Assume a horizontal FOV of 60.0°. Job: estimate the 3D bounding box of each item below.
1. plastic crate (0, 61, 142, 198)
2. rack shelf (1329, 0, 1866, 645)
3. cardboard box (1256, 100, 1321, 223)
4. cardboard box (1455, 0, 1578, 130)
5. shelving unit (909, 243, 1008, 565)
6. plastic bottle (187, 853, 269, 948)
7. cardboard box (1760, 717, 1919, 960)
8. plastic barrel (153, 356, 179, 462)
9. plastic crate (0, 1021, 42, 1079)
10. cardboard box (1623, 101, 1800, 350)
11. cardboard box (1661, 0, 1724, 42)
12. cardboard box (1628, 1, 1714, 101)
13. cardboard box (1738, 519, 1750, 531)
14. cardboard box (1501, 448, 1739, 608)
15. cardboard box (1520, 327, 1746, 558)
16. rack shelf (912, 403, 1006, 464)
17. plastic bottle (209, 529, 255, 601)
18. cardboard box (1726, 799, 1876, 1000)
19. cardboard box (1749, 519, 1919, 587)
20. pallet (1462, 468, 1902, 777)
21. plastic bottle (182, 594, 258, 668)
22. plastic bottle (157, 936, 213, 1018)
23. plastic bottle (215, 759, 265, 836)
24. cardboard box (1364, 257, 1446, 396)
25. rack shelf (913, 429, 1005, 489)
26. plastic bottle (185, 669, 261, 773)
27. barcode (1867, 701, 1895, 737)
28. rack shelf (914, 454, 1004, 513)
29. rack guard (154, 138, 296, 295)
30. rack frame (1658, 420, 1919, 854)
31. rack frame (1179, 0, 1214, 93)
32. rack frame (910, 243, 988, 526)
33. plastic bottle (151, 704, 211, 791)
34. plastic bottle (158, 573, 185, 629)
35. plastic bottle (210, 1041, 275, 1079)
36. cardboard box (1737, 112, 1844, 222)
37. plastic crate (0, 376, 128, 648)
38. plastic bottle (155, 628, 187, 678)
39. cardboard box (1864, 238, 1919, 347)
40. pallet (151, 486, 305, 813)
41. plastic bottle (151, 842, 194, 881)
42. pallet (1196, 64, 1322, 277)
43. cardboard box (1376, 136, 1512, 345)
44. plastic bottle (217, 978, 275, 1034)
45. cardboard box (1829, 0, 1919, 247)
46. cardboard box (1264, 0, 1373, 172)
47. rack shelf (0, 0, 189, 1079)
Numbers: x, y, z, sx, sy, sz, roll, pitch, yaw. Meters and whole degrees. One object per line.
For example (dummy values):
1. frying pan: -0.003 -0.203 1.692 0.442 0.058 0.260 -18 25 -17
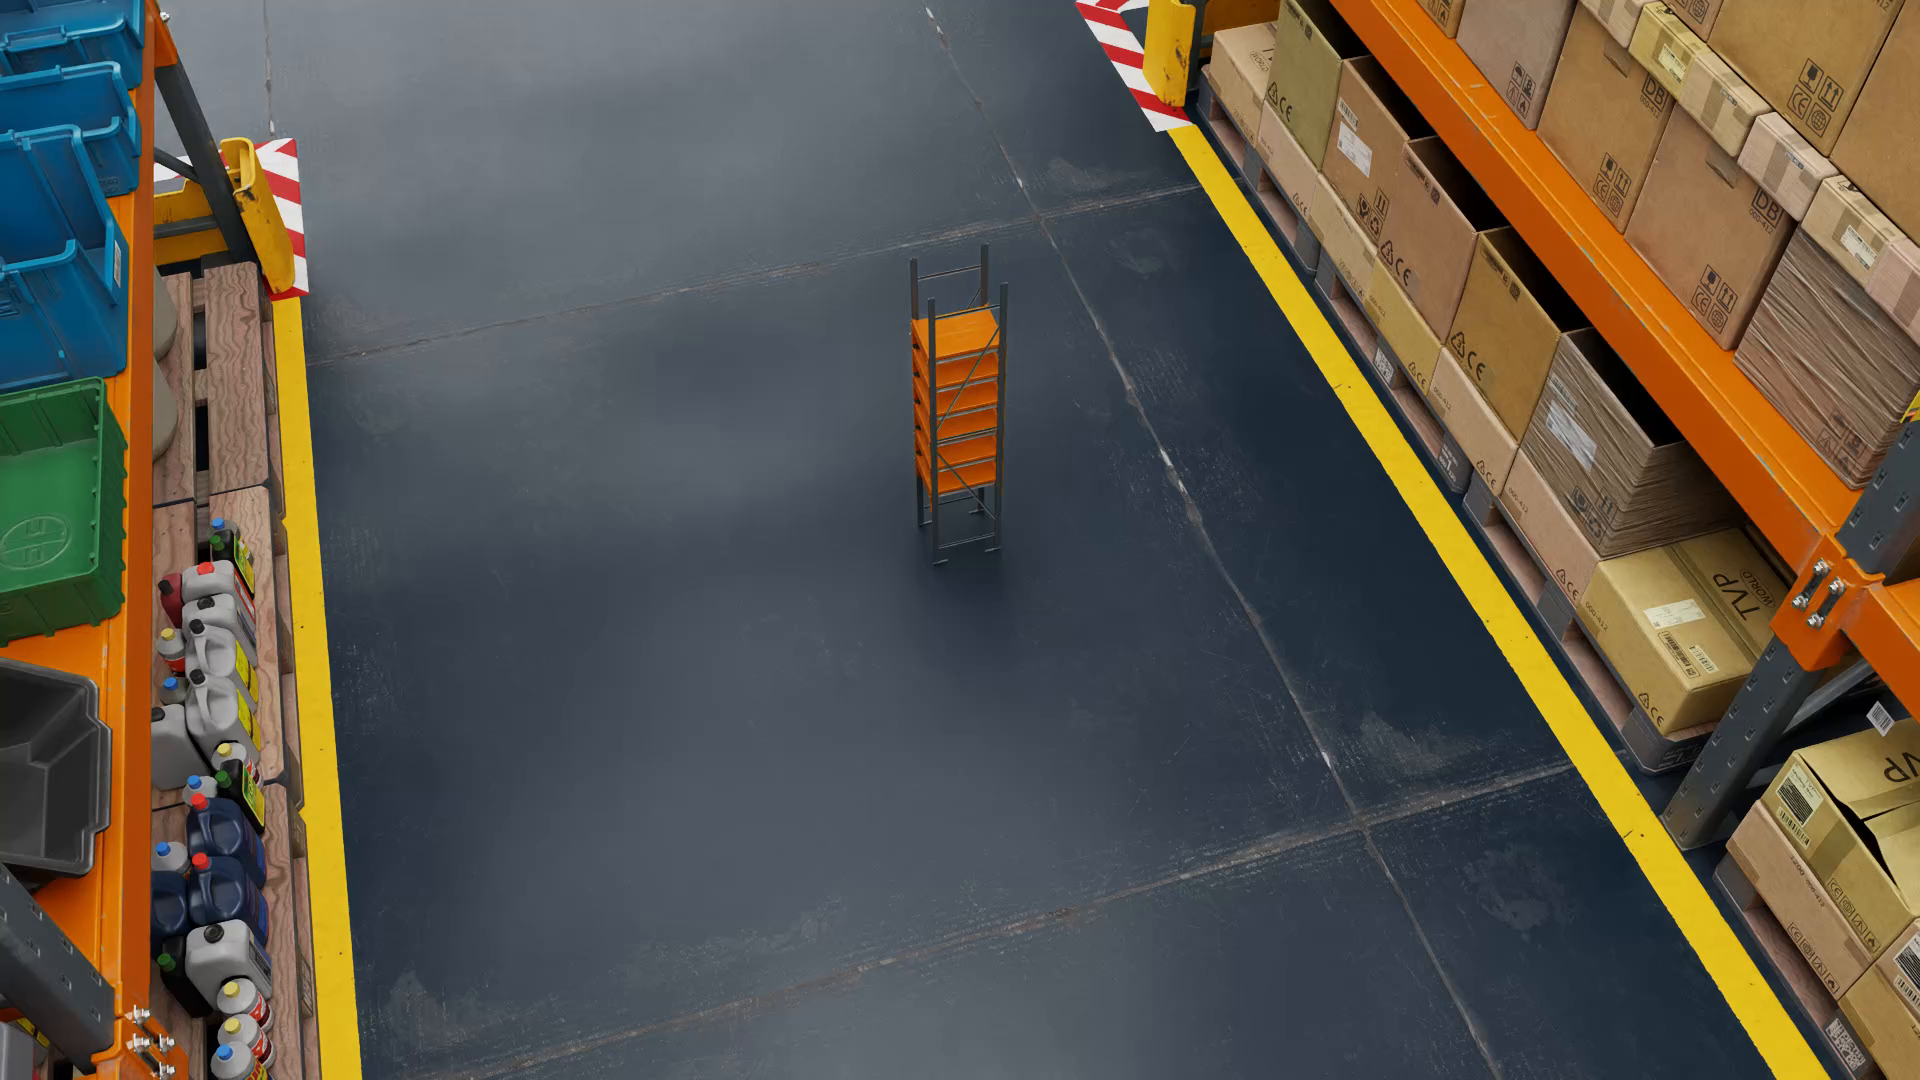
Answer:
1. plastic crate: -2.685 -1.173 4.874 0.499 0.251 0.408 -13 51 -11
2. rack shelf: 2.018 -1.419 5.455 1.077 0.370 4.000 -13 51 -11
3. cardboard box: 1.525 -1.554 6.622 0.500 0.250 0.500 -13 51 -11
4. cardboard box: 2.013 -1.670 5.131 0.700 0.500 0.500 -12 51 -10
5. shelving unit: -0.004 -0.397 5.300 0.258 1.200 0.189 -13 51 -11
6. plastic bottle: -1.965 0.956 4.427 0.144 0.351 0.185 -12 51 -10
7. cardboard box: 2.494 0.738 4.323 0.500 0.311 0.500 -13 51 -11
8. plastic barrel: -2.890 -0.498 5.561 0.421 0.512 0.421 0 50 0
9. plastic crate: -1.687 1.191 2.742 0.402 0.464 0.583 -13 51 -11
10. cardboard box: 2.311 -0.929 4.506 0.700 0.500 0.500 -14 51 -11
11. cardboard box: 2.175 -1.698 4.306 0.700 0.500 0.500 -13 51 -11
12. cardboard box: 2.026 -1.325 4.416 0.380 0.149 0.250 -14 51 -11
13. cardboard box: 2.619 -0.213 5.491 0.500 0.250 0.500 -13 51 -11
14. cardboard box: 2.126 -0.096 5.393 0.500 0.250 0.500 -13 51 -11
15. cardboard box: 2.127 -0.338 5.106 0.500 0.500 0.500 -13 51 -11
16. rack shelf: -0.004 -0.369 5.334 0.258 0.103 0.180 -13 51 -11
17. plastic bottle: -2.292 0.063 5.224 0.061 0.283 0.133 -12 51 -10
18. cardboard box: 2.493 0.911 4.544 0.500 0.250 0.500 -14 51 -12
19. cardboard box: 2.772 -0.090 4.898 0.500 0.500 0.500 -13 51 -11
20. pallet: 2.415 0.118 5.512 1.003 0.211 1.213 -13 51 -11
21. plastic bottle: -2.255 0.276 5.049 0.152 0.276 0.135 -15 51 -12
22. plastic bottle: -2.022 1.123 4.330 0.061 0.283 0.133 -13 51 -11
23. plastic bottle: -2.030 0.710 4.679 0.061 0.283 0.133 -11 51 -9
24. cardboard box: 1.815 -0.823 6.006 0.500 0.250 0.500 -13 51 -11
25. rack shelf: -0.004 -0.291 5.426 0.258 0.103 0.180 -13 51 -11
26. plastic bottle: -2.147 0.507 4.805 0.144 0.351 0.185 -14 51 -11
27. barcode: 2.288 0.445 4.132 0.001 0.075 0.075 -13 51 -11
28. rack shelf: -0.004 -0.214 5.518 0.258 0.103 0.180 -13 51 -11
29. rack guard: -3.238 -1.144 6.387 1.175 0.500 0.348 -13 51 -11
30. rack frame: 2.610 -0.190 3.948 1.000 3.000 0.127 -13 51 -11
31. rack frame: 1.427 -3.112 6.411 1.000 3.000 0.127 -13 51 -11
32. rack frame: -0.031 -0.464 5.357 0.240 1.200 0.006 -13 51 -11
33. plastic bottle: -2.281 0.583 4.790 0.152 0.276 0.135 -13 51 -11
34. plastic bottle: -2.397 0.196 5.111 0.061 0.283 0.133 -13 51 -11
35. plastic bottle: -1.798 1.333 4.161 0.097 0.271 0.097 0 50 0
36. cardboard box: 2.174 -0.953 4.102 0.380 0.149 0.250 -15 51 -12
37. plastic crate: -2.255 -0.060 3.977 0.450 0.188 0.662 -13 51 -11
38. plastic bottle: -2.368 0.341 5.043 0.097 0.201 0.097 0 50 0
39. cardboard box: 2.325 -0.582 3.789 0.380 0.149 0.250 -13 51 -11
40. pallet: -2.646 0.433 5.247 1.003 0.211 1.213 -13 51 -11
41. plastic bottle: -2.123 0.903 4.524 0.097 0.271 0.097 0 50 0
42. pallet: 1.693 -1.664 7.014 1.003 0.211 1.213 -13 51 -11
43. cardboard box: 1.814 -1.064 5.719 0.500 0.500 0.500 -13 51 -11
44. plastic bottle: -1.859 1.207 4.313 0.097 0.201 0.097 0 50 0
45. cardboard box: 2.473 -0.963 3.686 0.700 0.500 0.500 -13 51 -11
46. cardboard box: 1.523 -1.796 6.335 0.500 0.500 0.500 -13 51 -11
47. rack shelf: -2.714 -0.302 4.513 1.077 0.370 4.000 -13 51 -11
